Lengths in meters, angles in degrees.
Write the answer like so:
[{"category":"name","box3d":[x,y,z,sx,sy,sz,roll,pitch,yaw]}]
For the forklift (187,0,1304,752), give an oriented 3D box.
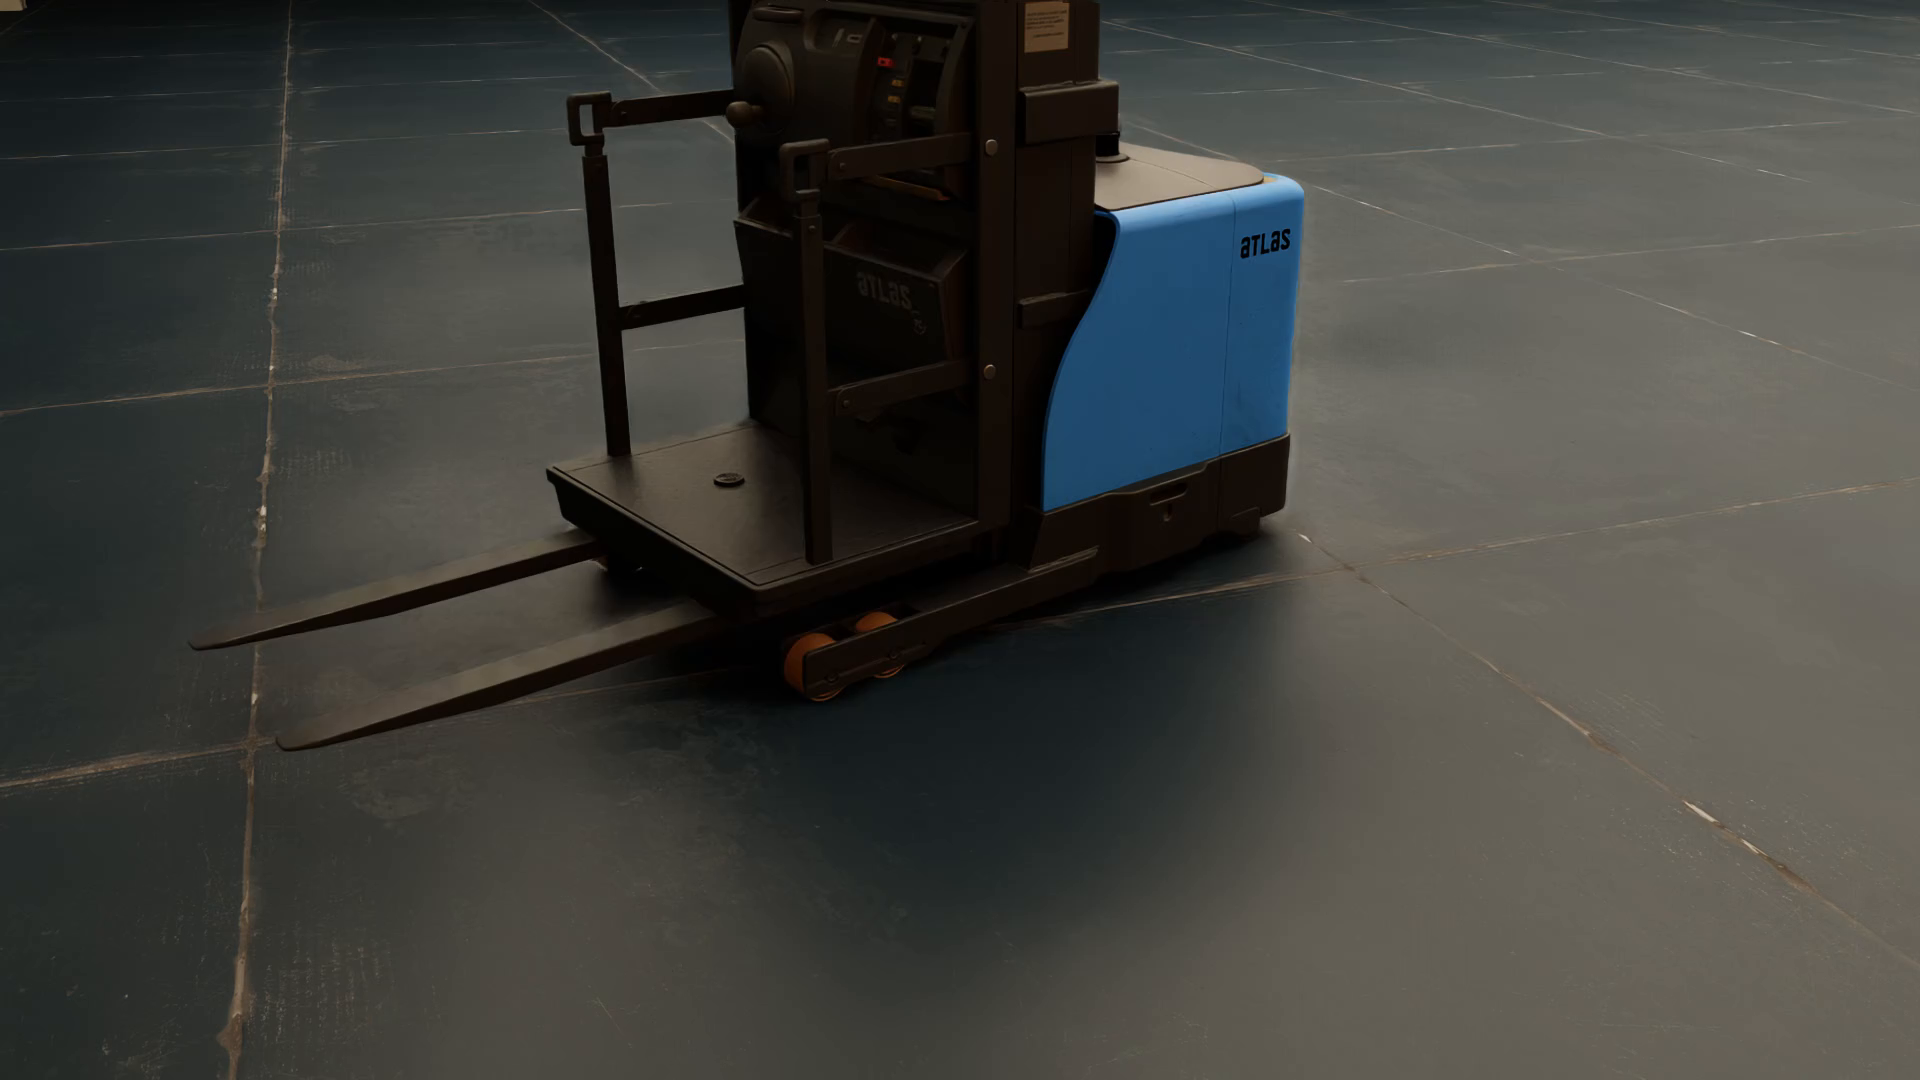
[{"category":"forklift","box3d":[-0.451,-1.181,4.106,3.031,2.935,1.130,-18,29,-36]}]
